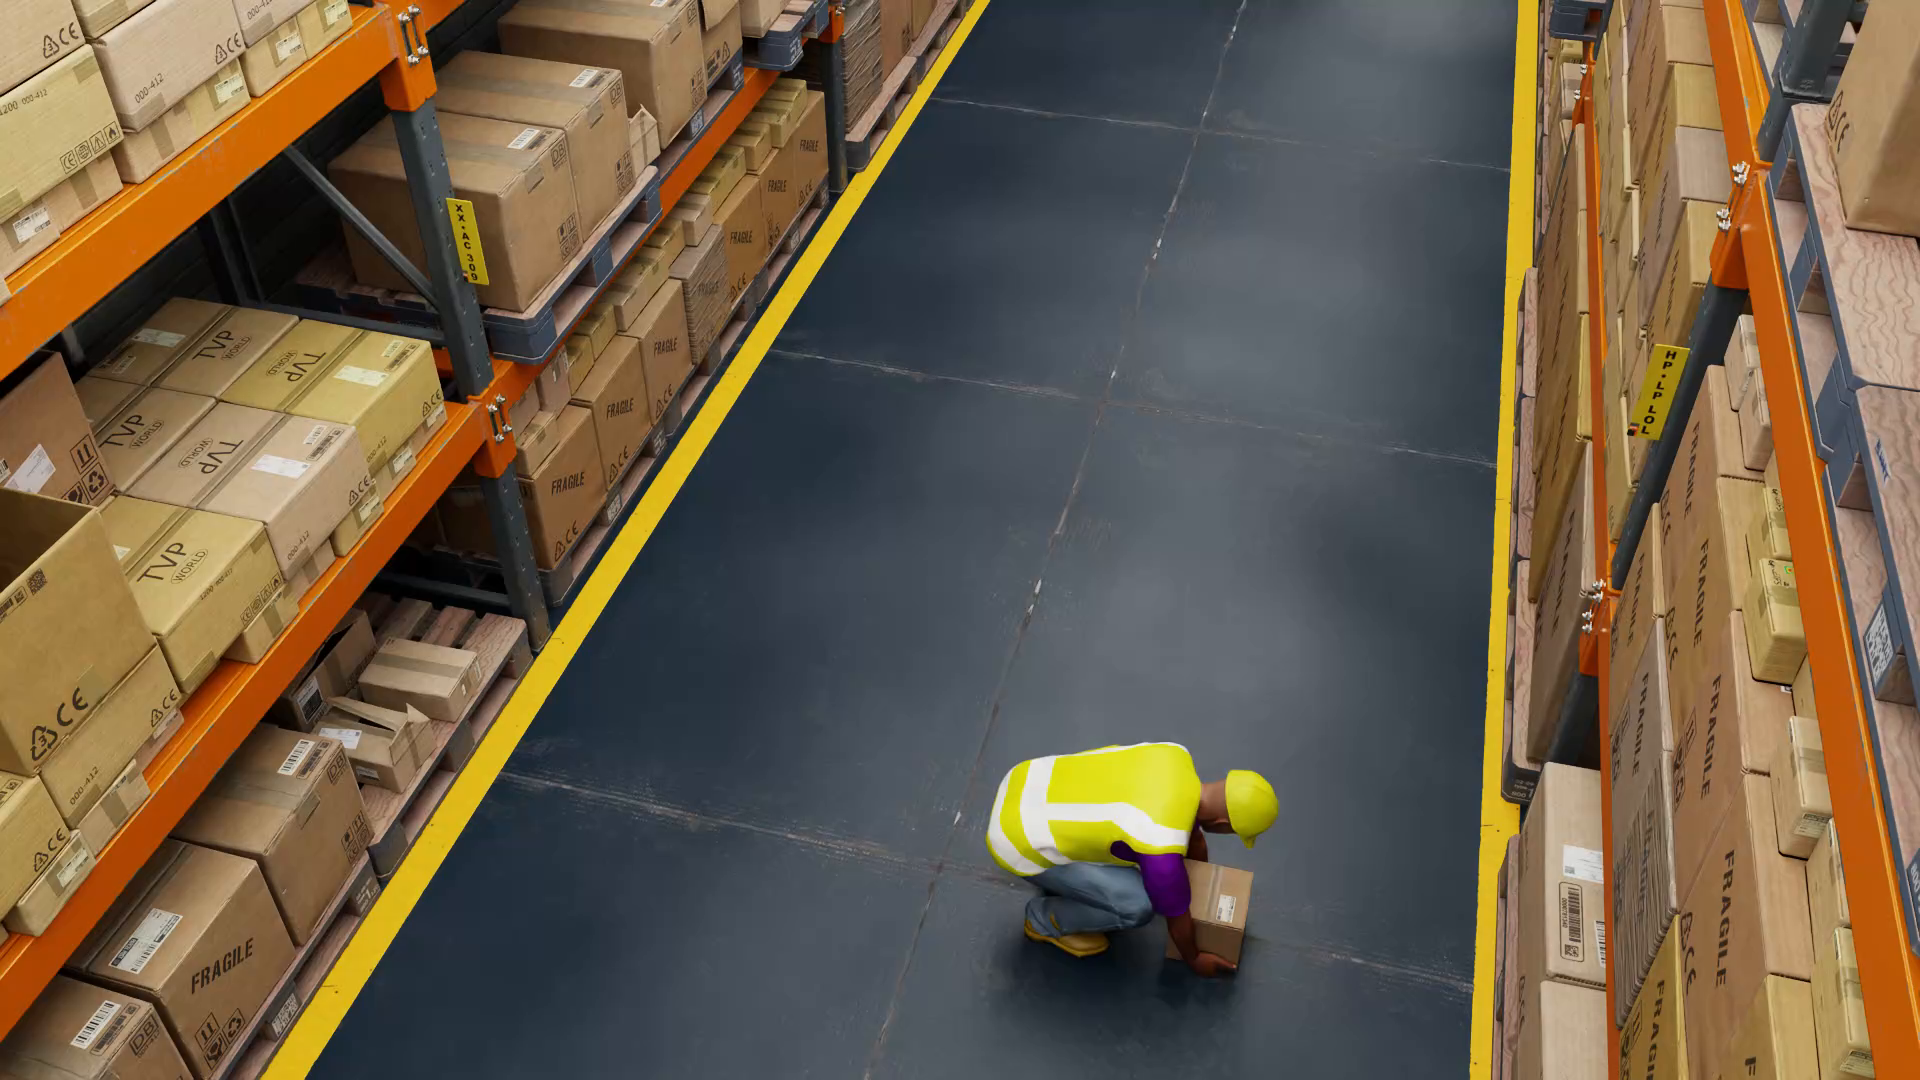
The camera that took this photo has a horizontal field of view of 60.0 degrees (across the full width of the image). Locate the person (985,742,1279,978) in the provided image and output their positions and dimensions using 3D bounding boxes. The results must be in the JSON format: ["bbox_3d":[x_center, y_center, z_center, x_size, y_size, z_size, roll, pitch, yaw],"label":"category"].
[{"bbox_3d":[0.576,1.051,5.704,0.949,0.846,0.532,9,42,10],"label":"person"}]
